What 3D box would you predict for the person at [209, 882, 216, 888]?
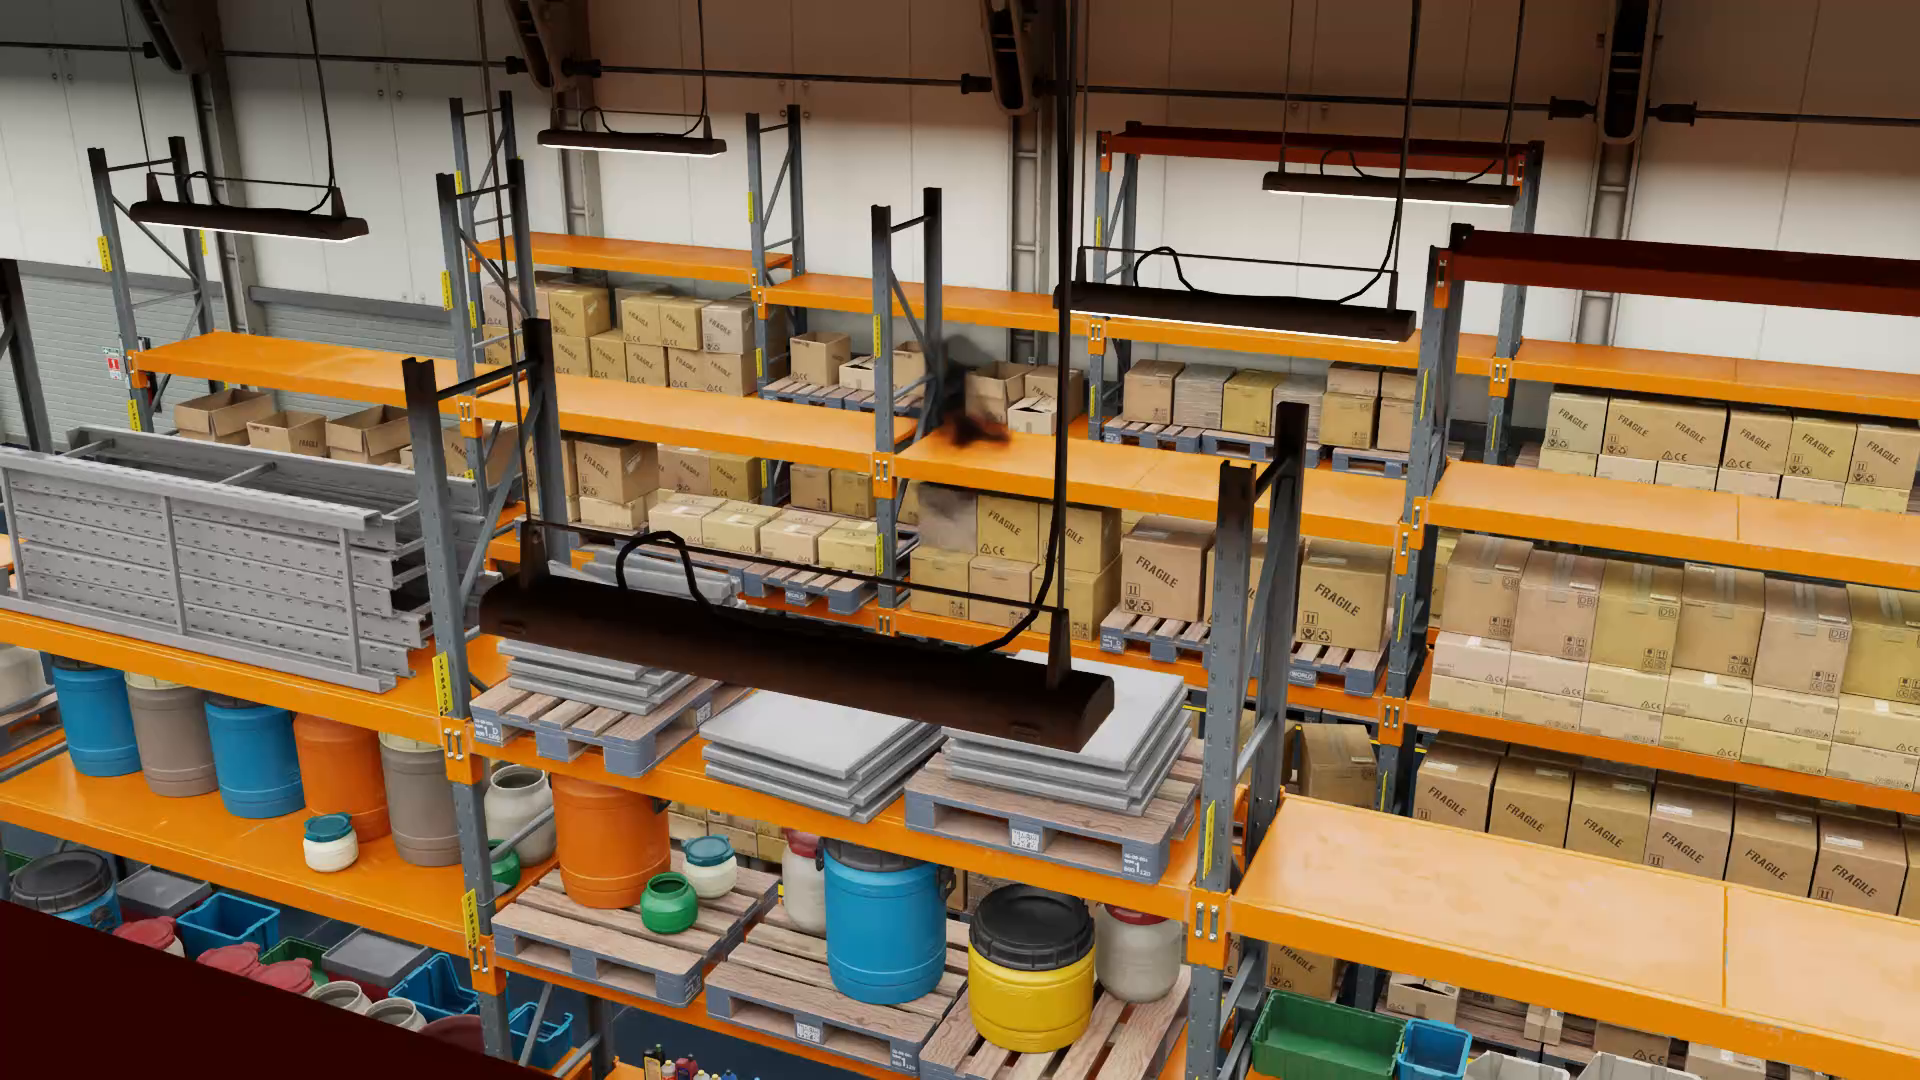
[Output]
[{"bbox_3d":[-6.714,2.254,14.134,0.867,1.804,0.652,7,22,18],"label":"person"}]
